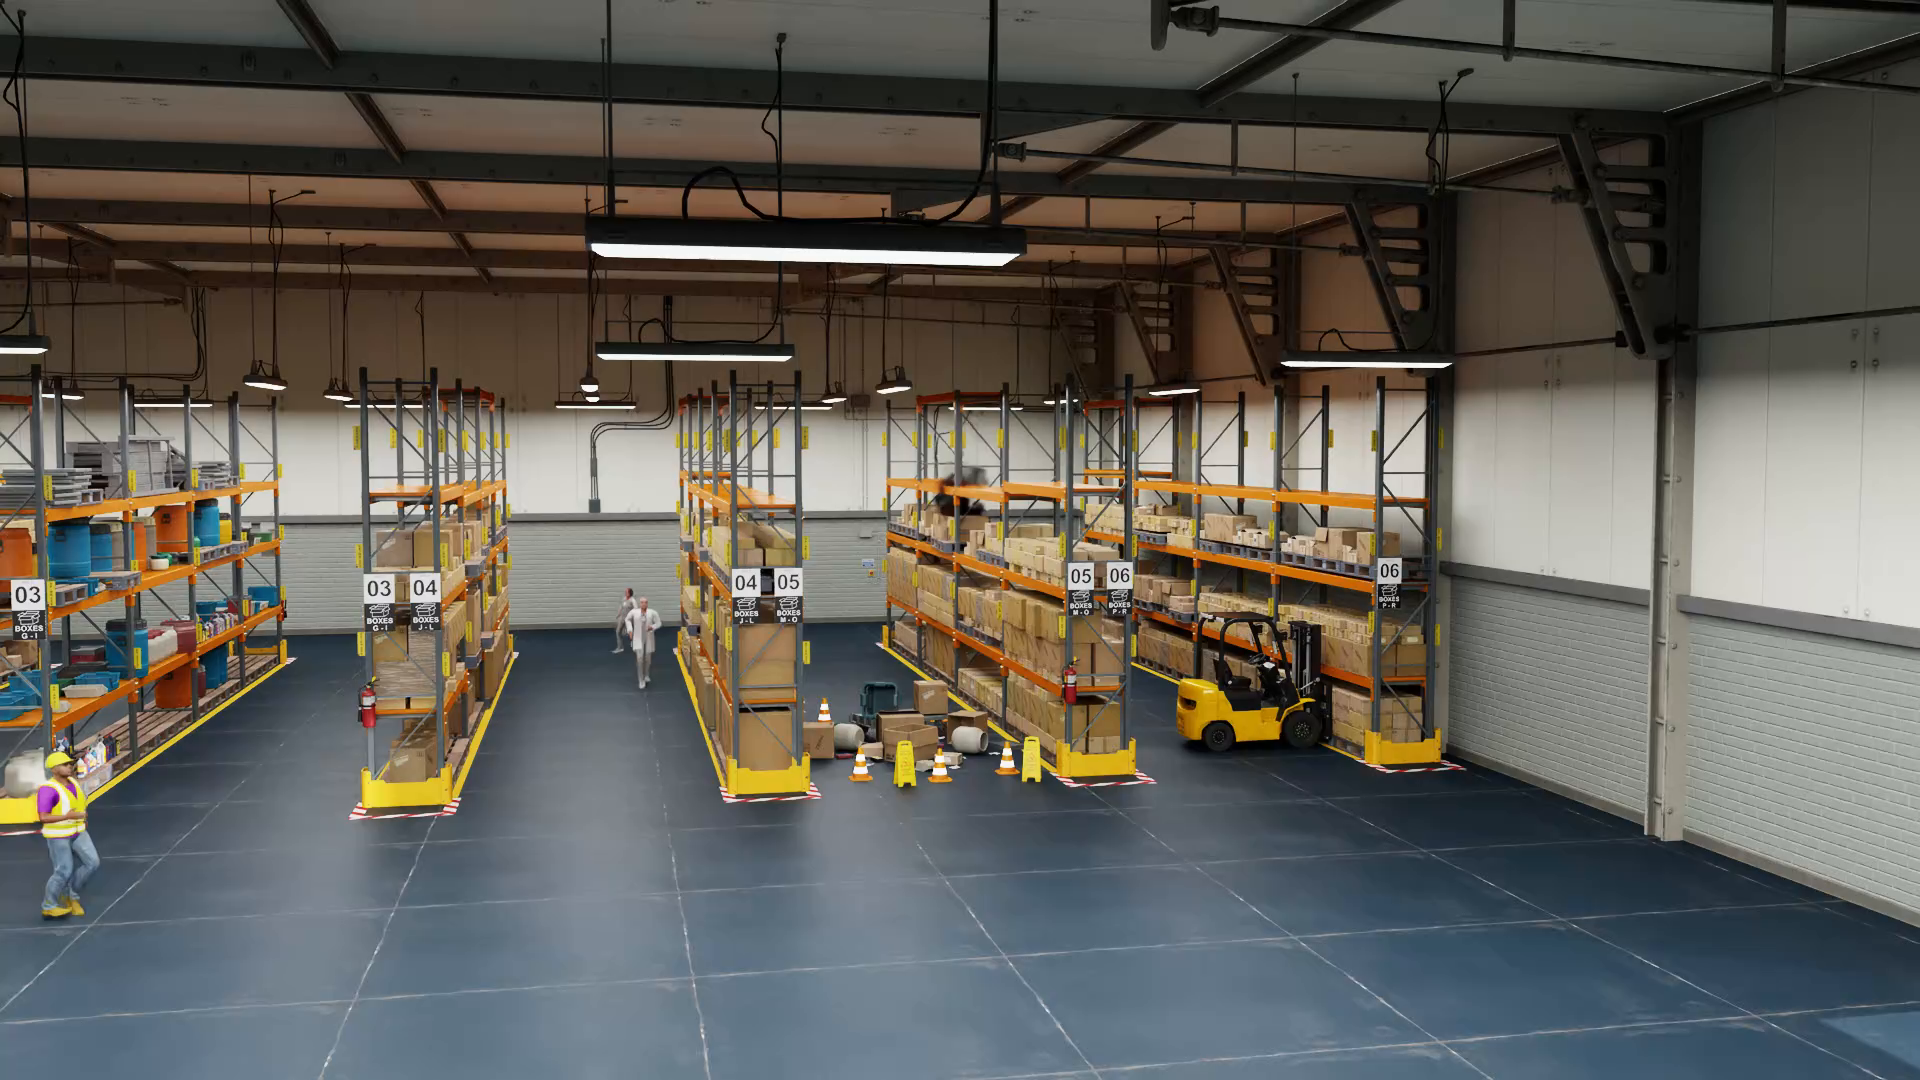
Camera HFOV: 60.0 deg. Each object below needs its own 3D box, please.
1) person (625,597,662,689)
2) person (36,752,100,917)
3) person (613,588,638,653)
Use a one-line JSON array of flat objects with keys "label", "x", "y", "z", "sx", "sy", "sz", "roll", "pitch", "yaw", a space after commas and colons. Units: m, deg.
[{"label": "person", "x": -6.469, "y": 2.085, "z": 34.023, "sx": 0.719, "sy": 1.840, "sz": 0.840, "roll": -1, "pitch": 4, "yaw": -17}, {"label": "person", "x": -9.309, "y": 3.093, "z": 17.387, "sx": 0.649, "sy": 1.772, "sz": 0.677, "roll": 1, "pitch": 3, "yaw": 12}, {"label": "person", "x": -7.850, "y": 1.896, "z": 39.439, "sx": 0.584, "sy": 1.546, "sz": 0.639, "roll": 2, "pitch": 4, "yaw": 34}]
